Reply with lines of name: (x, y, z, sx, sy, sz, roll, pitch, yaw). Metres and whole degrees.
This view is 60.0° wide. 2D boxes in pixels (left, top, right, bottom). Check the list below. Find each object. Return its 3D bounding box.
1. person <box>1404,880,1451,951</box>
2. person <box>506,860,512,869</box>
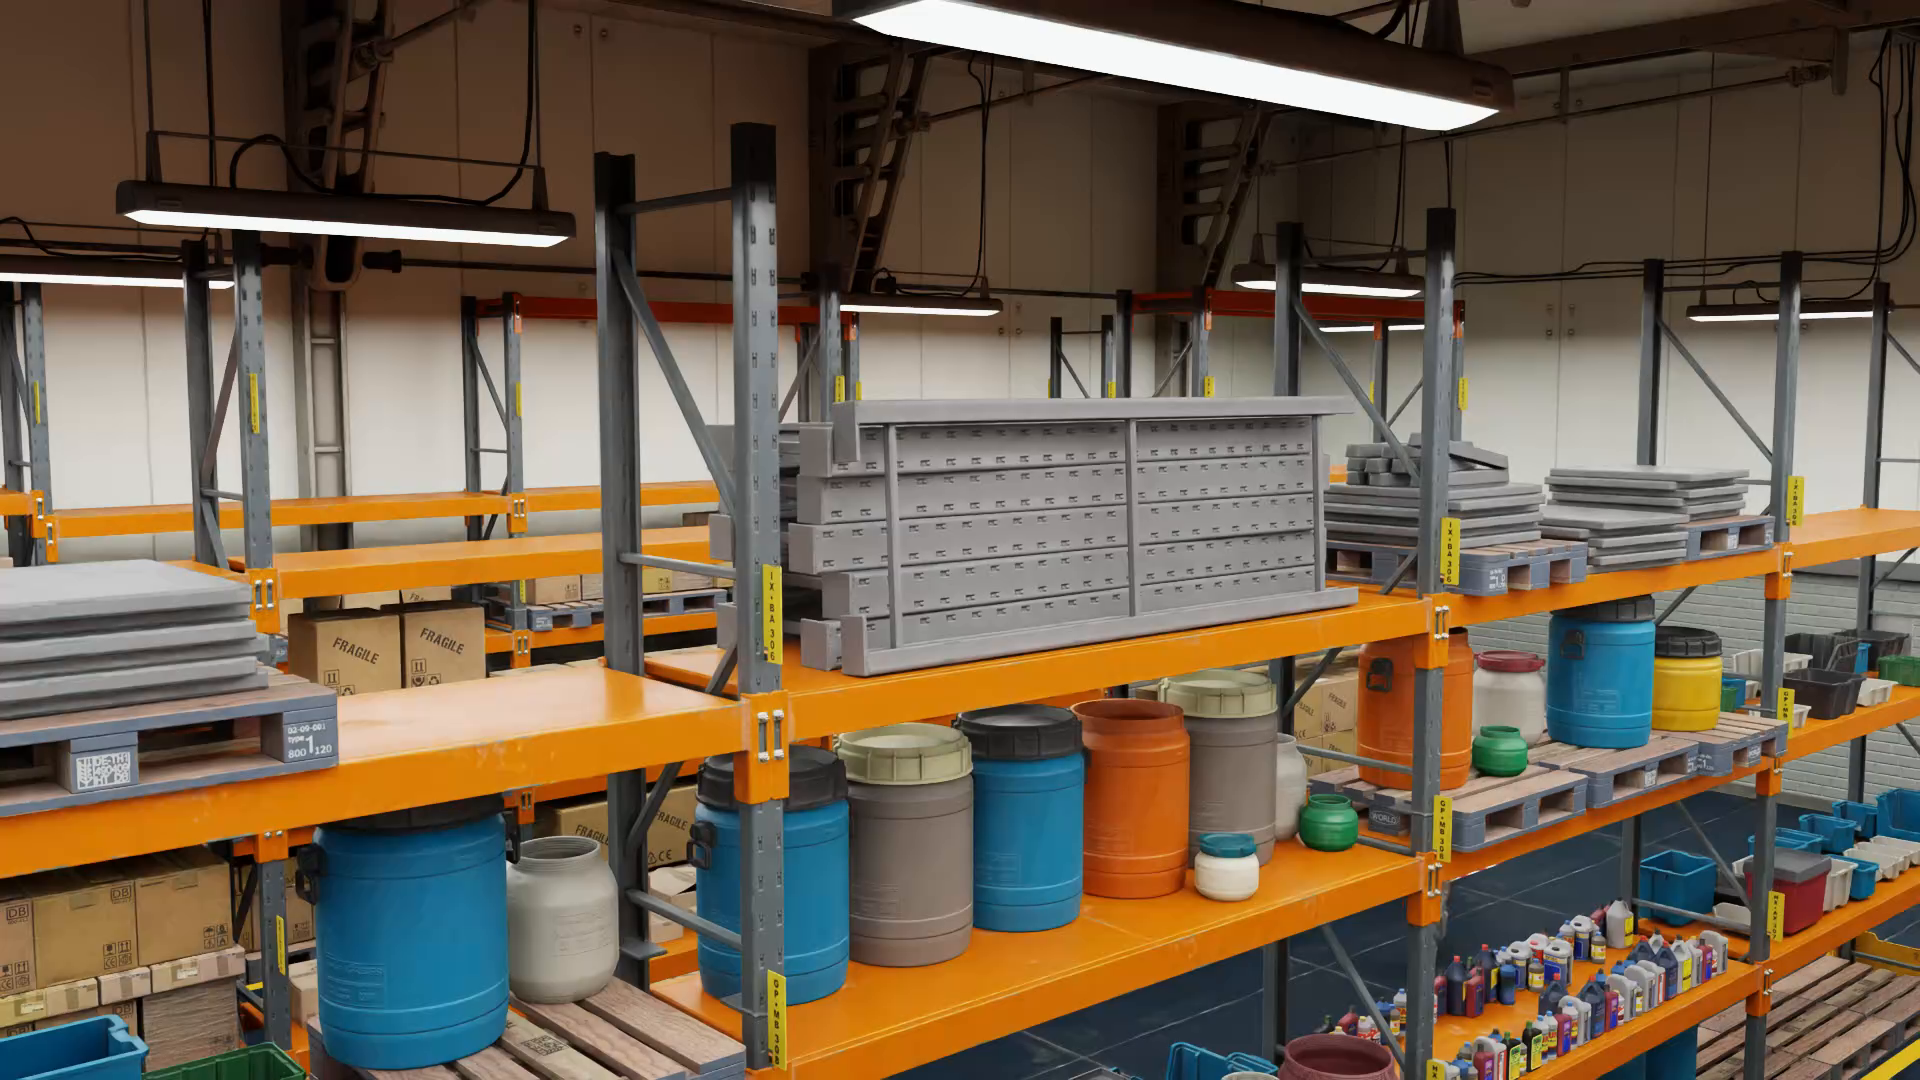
person: (4.164, 2.904, 14.656, 0.667, 1.654, 0.636, 4, 7, 34)
person: (-3.619, 3.023, 13.007, 0.708, 1.595, 0.768, -1, 6, -11)
